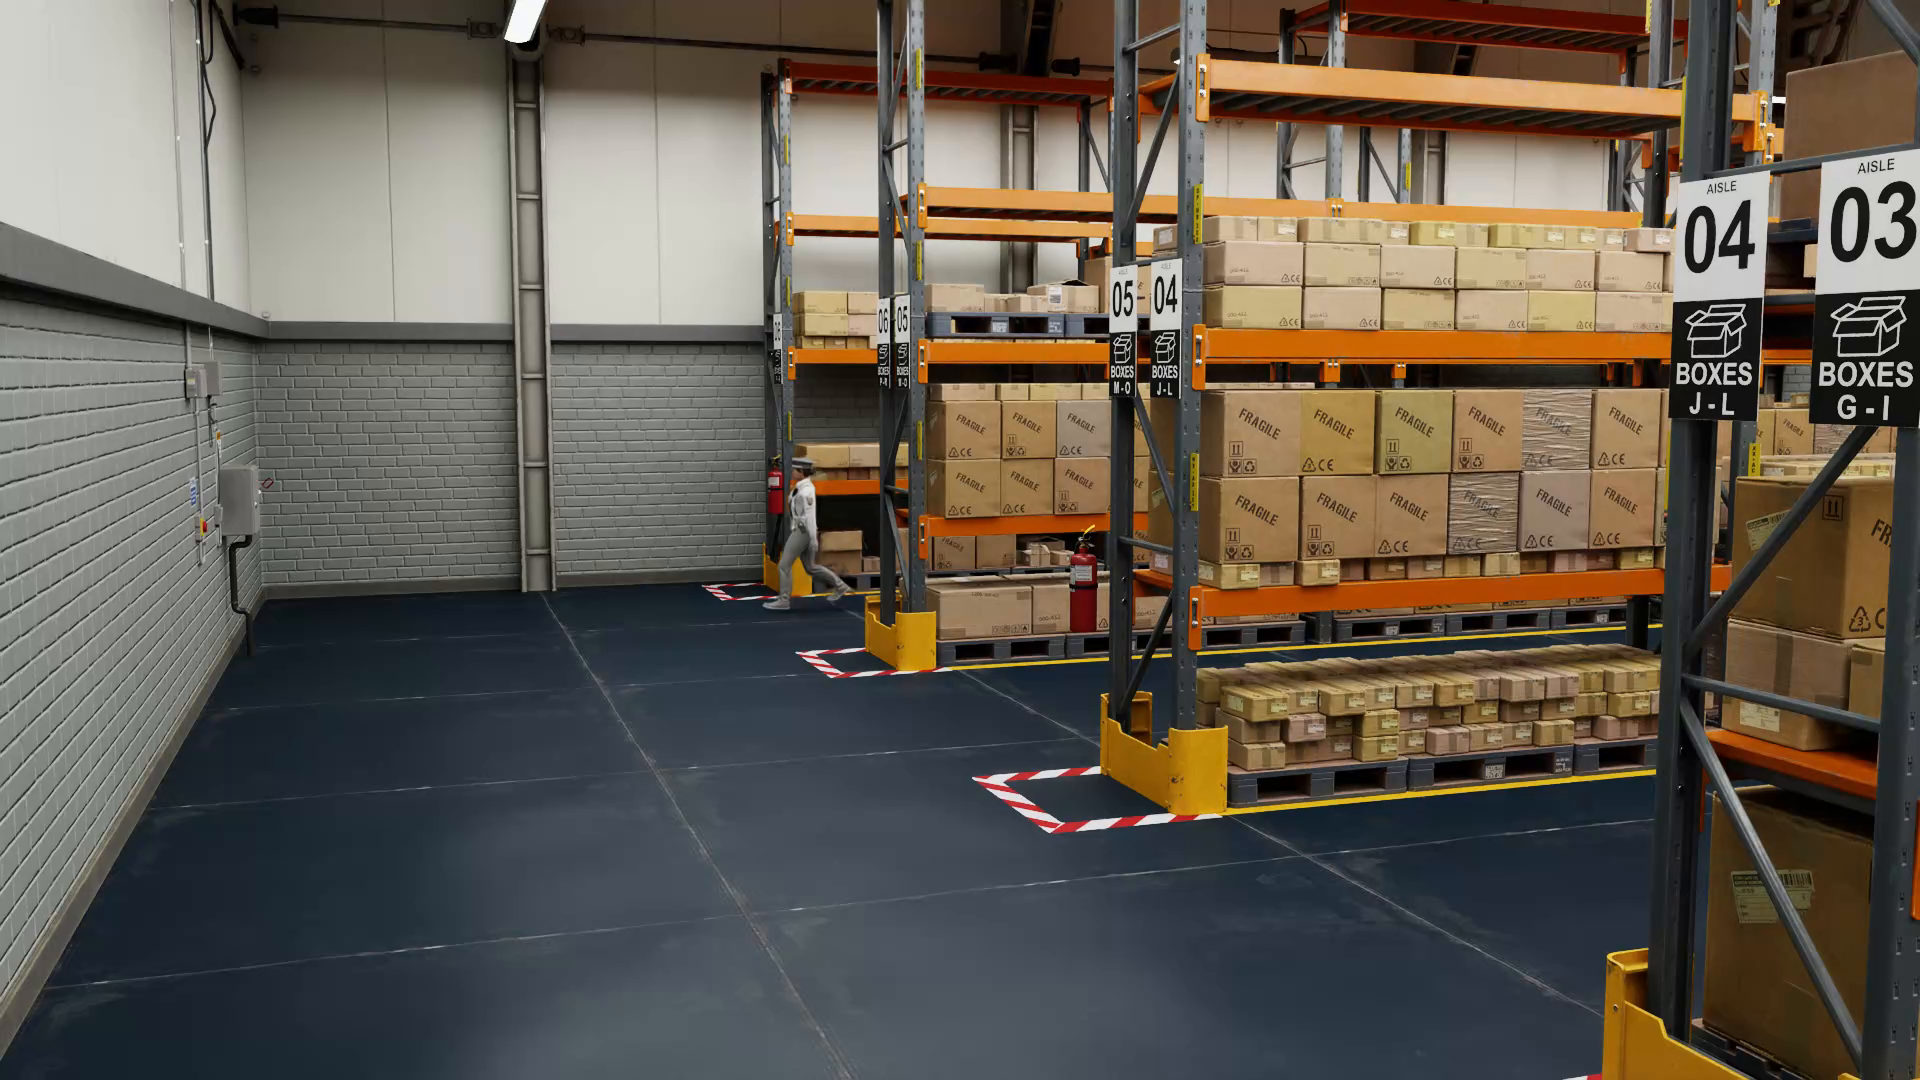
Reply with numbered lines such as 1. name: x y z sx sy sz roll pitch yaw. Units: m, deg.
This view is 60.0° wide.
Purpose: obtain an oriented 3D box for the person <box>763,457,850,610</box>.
1. person: -1.641 -0.076 17.738 0.944 1.621 0.527 -1 6 -9
